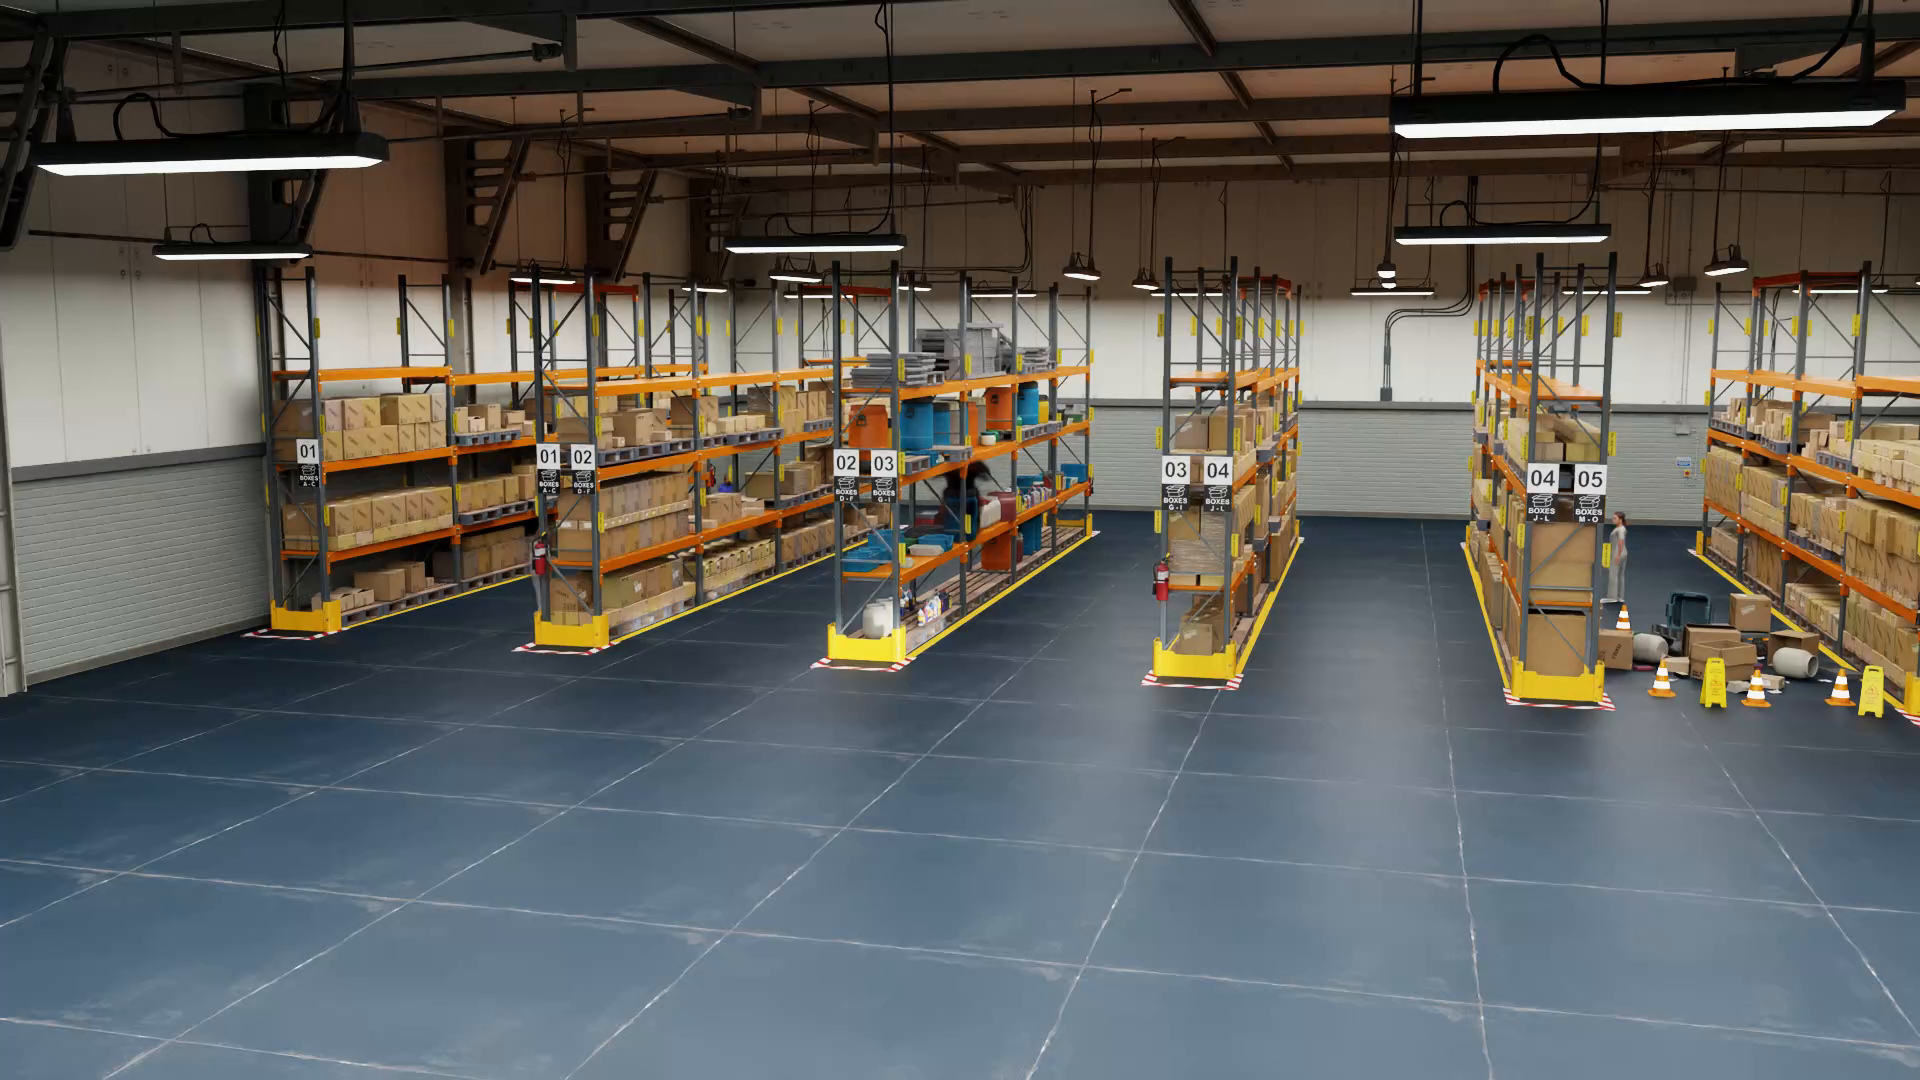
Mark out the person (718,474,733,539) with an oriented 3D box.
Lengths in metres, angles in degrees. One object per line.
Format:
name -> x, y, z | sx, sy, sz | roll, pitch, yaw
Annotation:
person -> -5.472, -0.755, 39.136 | 0.431, 1.596, 0.939 | 1, 7, 9

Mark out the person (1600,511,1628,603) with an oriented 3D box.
person -> 12.056, 0.307, 30.580 | 0.382, 1.677, 0.506 | 5, 9, 37

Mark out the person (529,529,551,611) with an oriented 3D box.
person -> -7.253, 0.614, 28.776 | 0.370, 1.639, 0.702 | -3, 8, -20
